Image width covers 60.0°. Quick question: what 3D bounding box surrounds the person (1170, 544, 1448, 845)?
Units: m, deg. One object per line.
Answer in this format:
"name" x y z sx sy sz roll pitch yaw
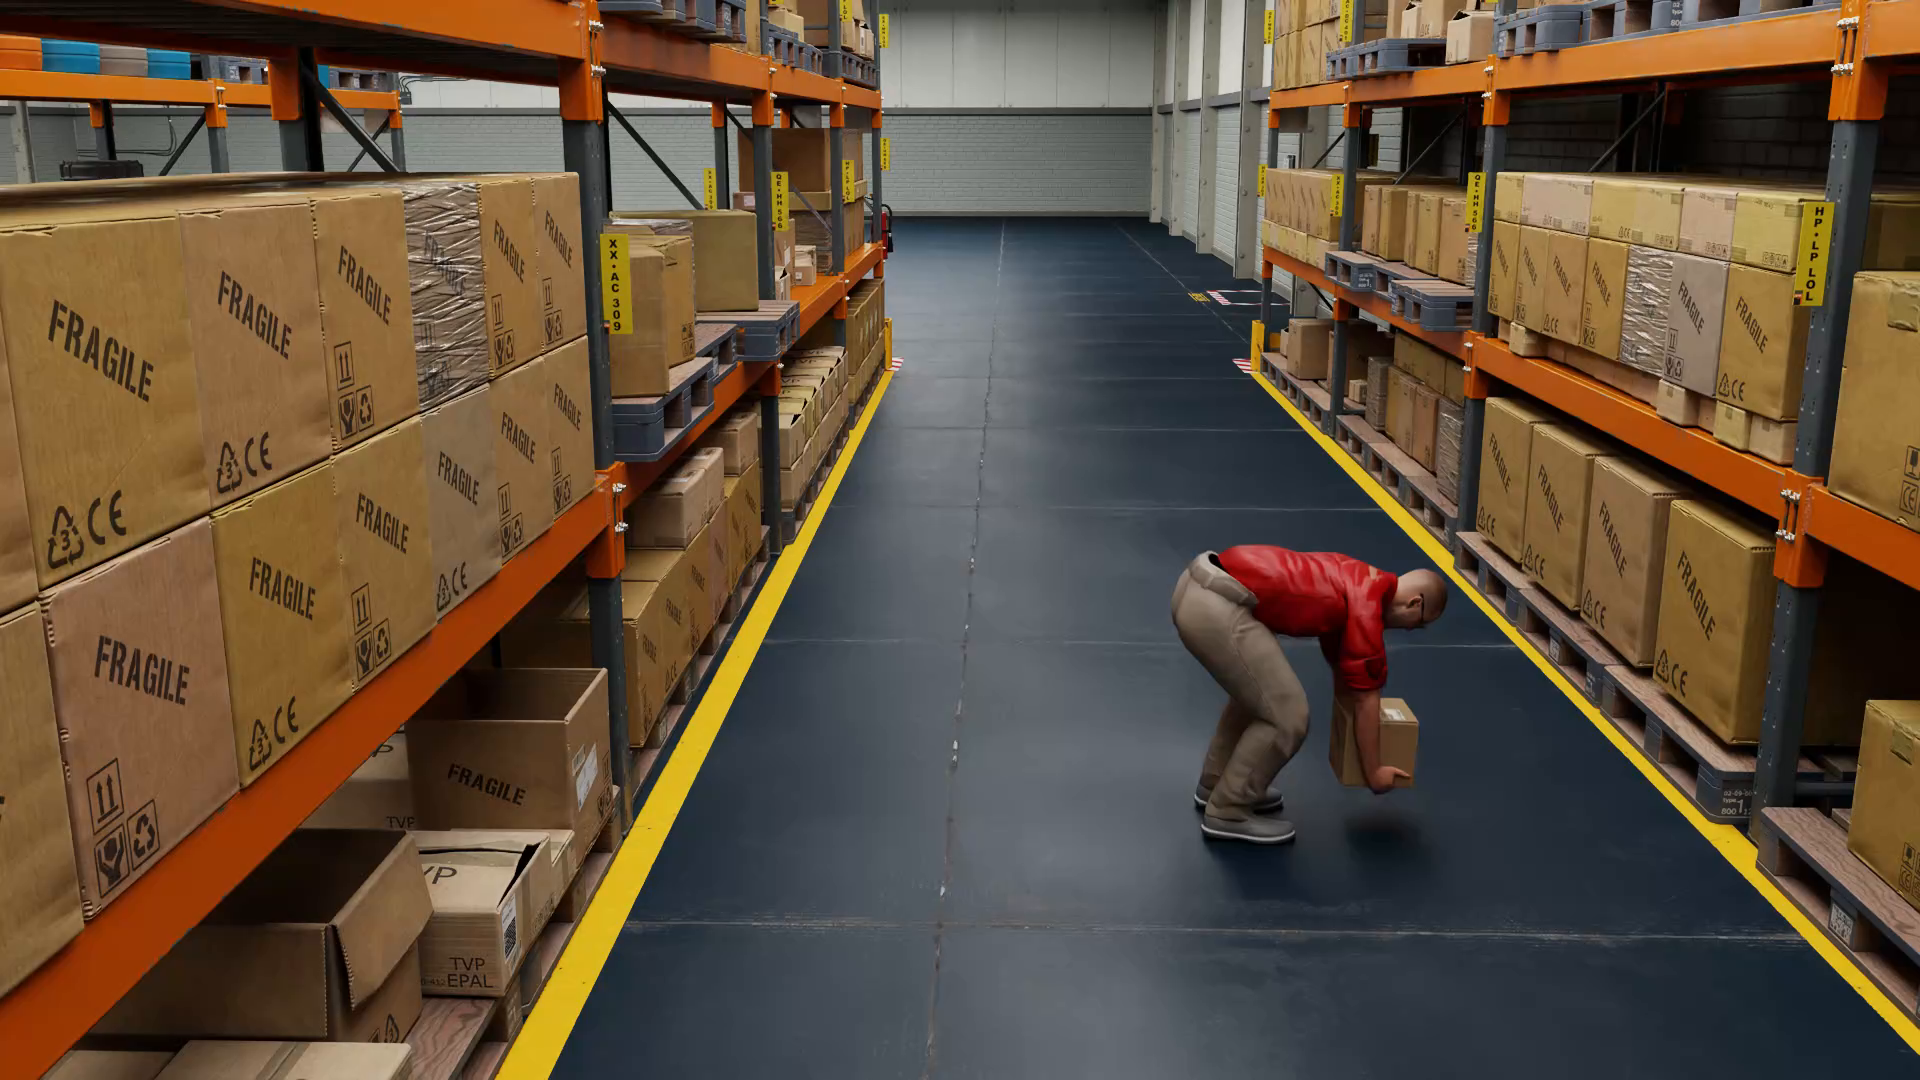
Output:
"person" 1.224 0.521 5.889 0.963 1.026 0.517 0 14 -1
